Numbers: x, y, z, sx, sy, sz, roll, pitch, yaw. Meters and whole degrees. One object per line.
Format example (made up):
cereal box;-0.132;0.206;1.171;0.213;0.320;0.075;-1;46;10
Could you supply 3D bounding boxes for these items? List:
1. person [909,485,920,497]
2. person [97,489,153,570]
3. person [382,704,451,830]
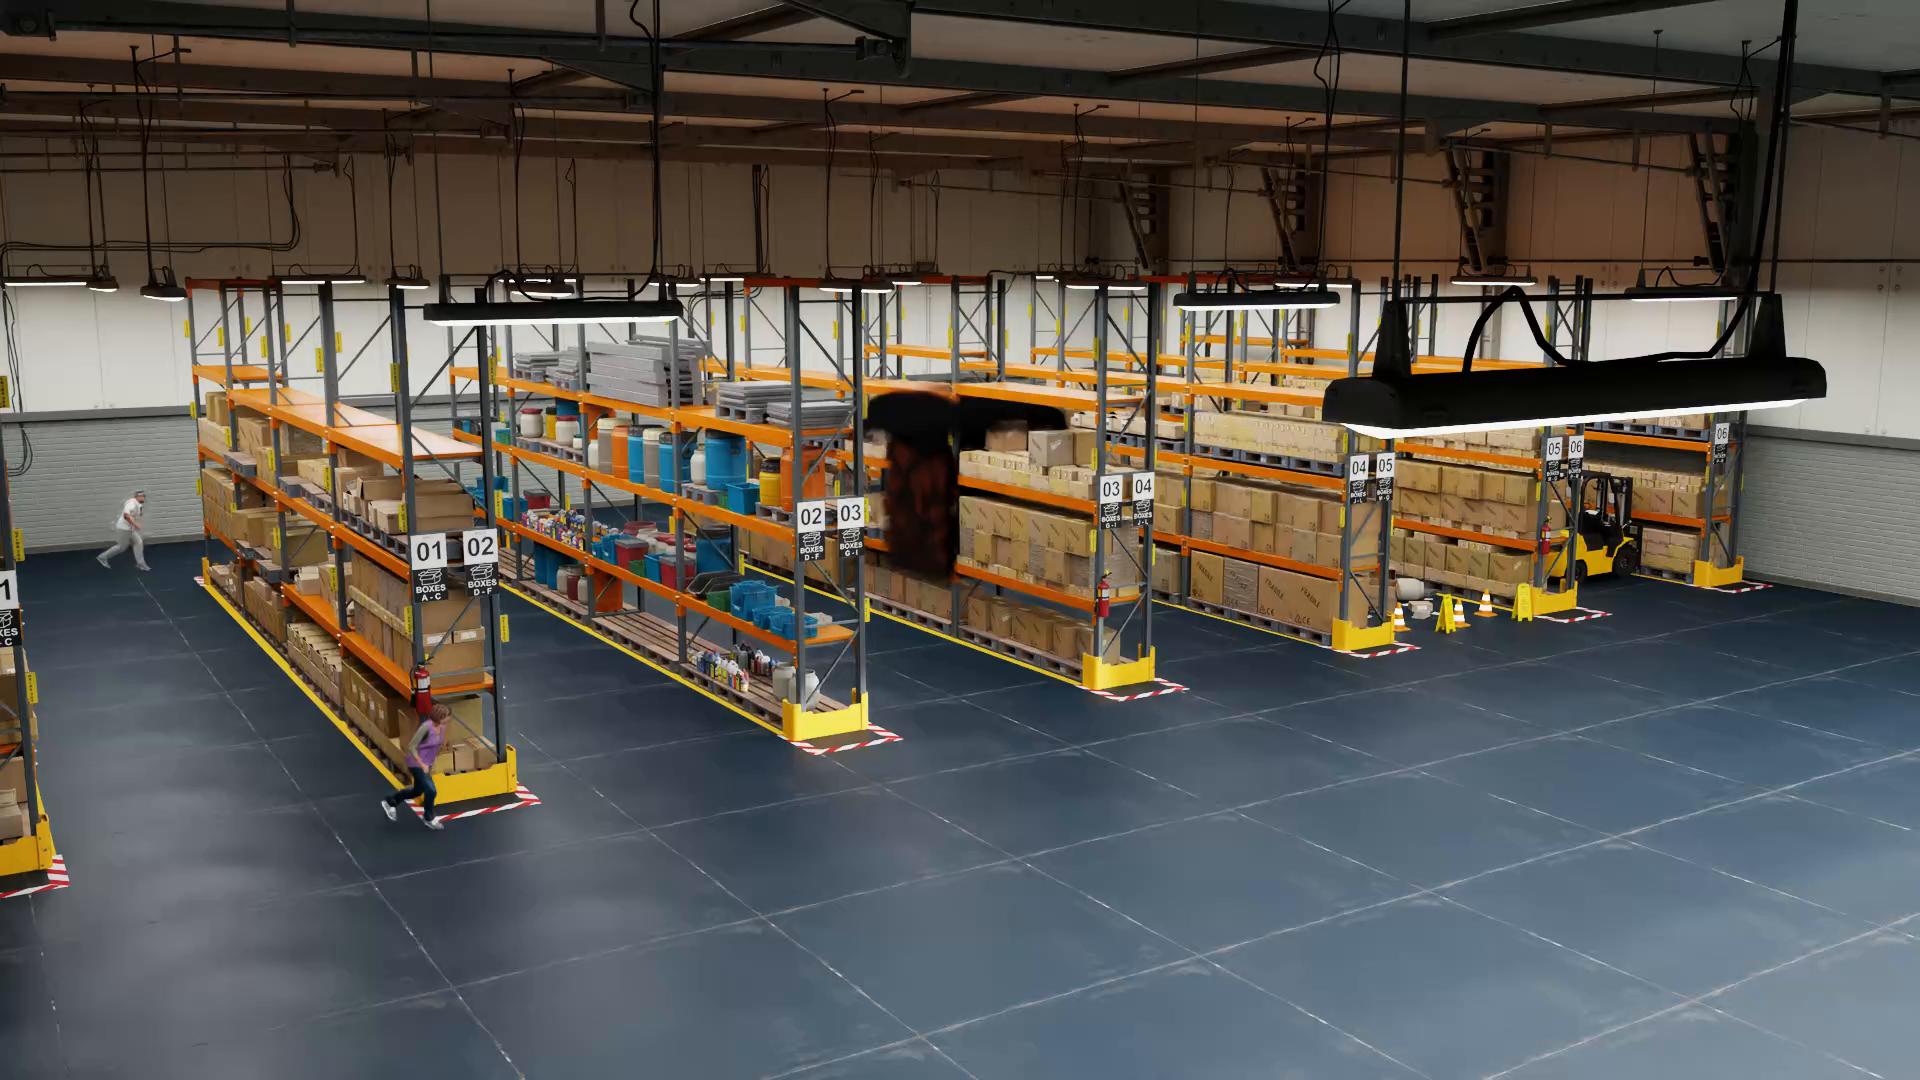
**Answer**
person;-0.970;-1.512;41.998;0.700;1.691;0.705;5;11;28
person;-17.204;-0.174;34.147;1.012;1.723;0.695;-4;10;-23
person;-6.102;2.528;18.647;0.921;1.481;0.510;3;10;18
